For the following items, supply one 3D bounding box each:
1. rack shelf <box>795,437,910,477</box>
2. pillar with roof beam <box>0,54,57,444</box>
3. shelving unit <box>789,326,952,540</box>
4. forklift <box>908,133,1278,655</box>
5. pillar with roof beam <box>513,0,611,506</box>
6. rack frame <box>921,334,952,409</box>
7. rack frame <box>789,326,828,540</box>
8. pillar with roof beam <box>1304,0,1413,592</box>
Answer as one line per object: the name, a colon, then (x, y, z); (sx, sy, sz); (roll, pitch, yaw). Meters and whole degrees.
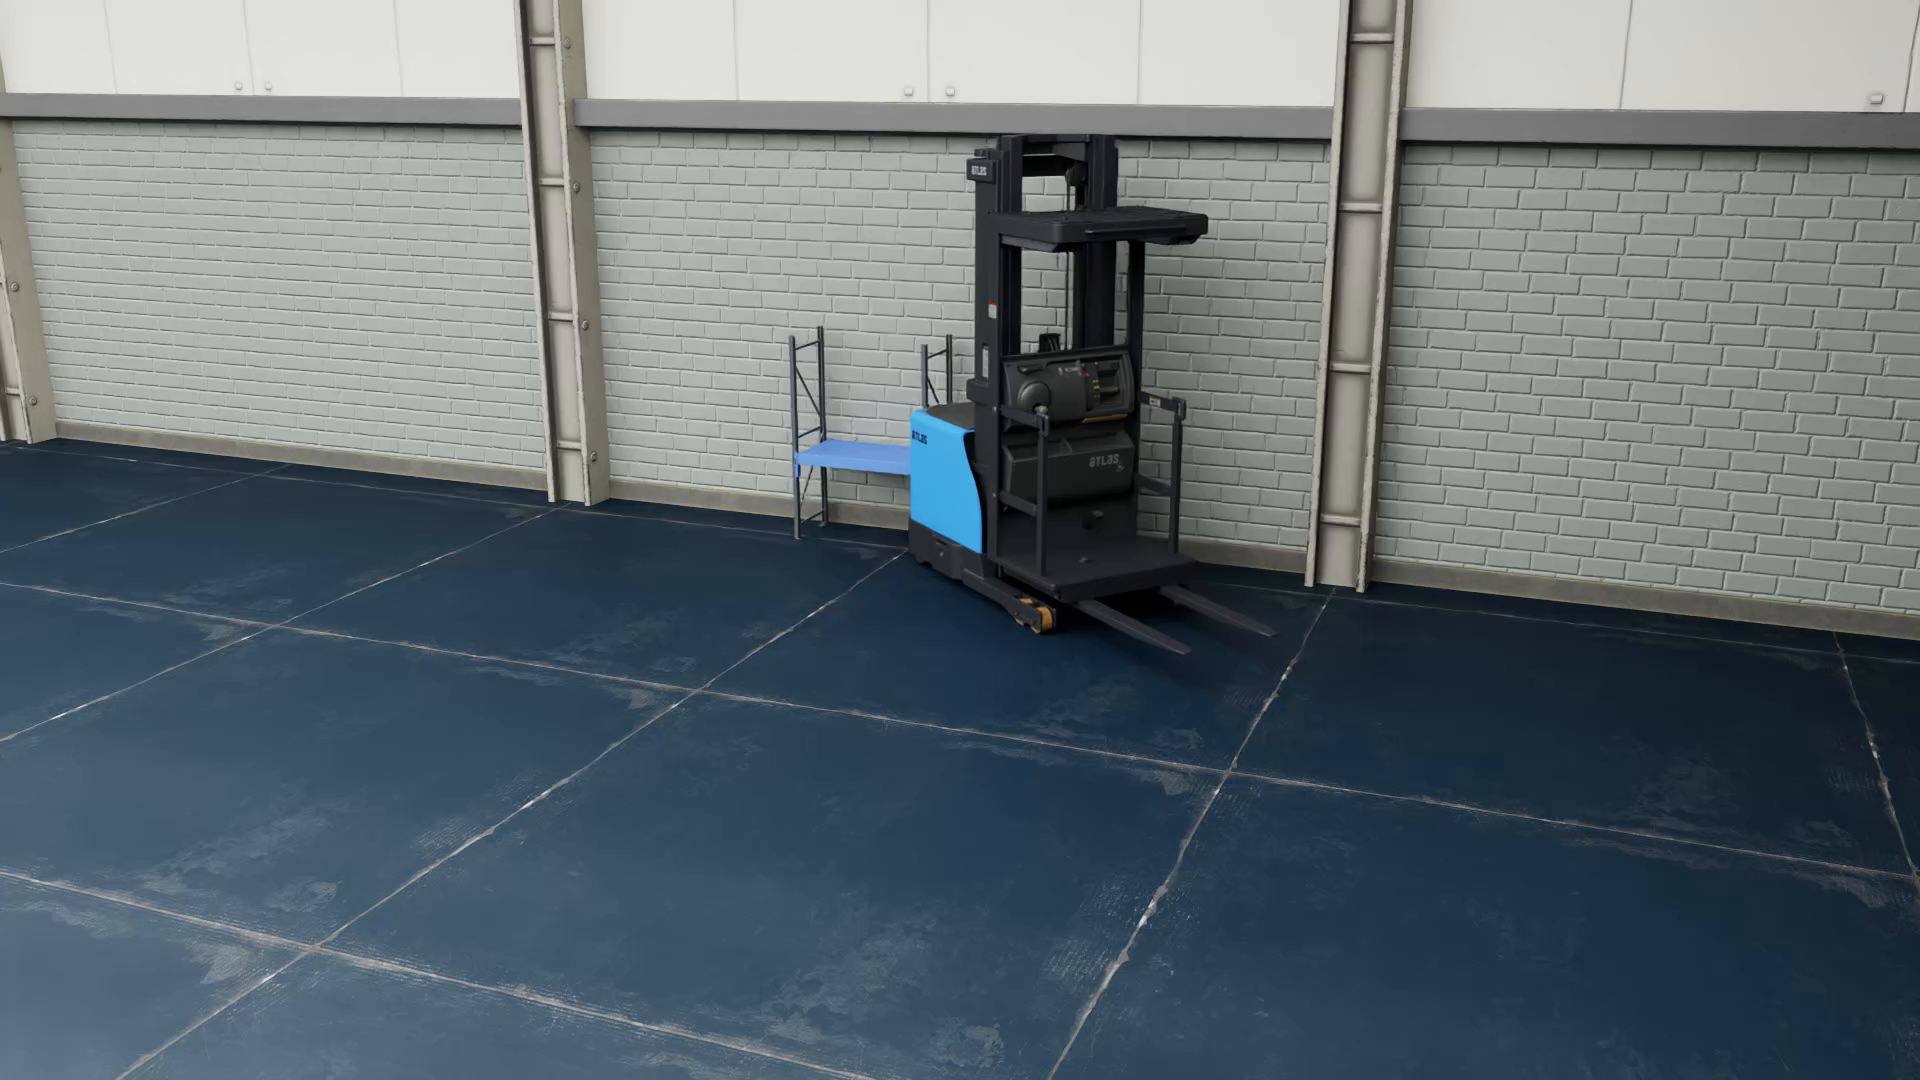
rack shelf: (-0.633, -0.563, 12.066); (1.000, 0.185, 0.538); (6, 17, 21)
pillar with roof beam: (-10.198, -4.147, 10.316); (0.400, 9.000, 9.100); (6, 17, 21)
shelving unit: (-0.634, -0.736, 12.016); (1.048, 1.500, 0.538); (6, 17, 21)
forklift: (0.797, -0.978, 10.284); (1.130, 2.935, 3.031); (-9, 18, -28)
pillar with roof beam: (-4.617, -3.533, 8.202); (0.400, 9.000, 9.100); (6, 17, 21)
rack frame: (-0.161, -0.684, 11.836); (0.032, 1.500, 0.500); (6, 17, 21)
rack frame: (-1.107, -0.787, 12.195); (0.032, 1.500, 0.500); (6, 17, 21)
pillar with roof beam: (0.965, -2.919, 6.088); (0.400, 9.000, 9.100); (6, 17, 21)
